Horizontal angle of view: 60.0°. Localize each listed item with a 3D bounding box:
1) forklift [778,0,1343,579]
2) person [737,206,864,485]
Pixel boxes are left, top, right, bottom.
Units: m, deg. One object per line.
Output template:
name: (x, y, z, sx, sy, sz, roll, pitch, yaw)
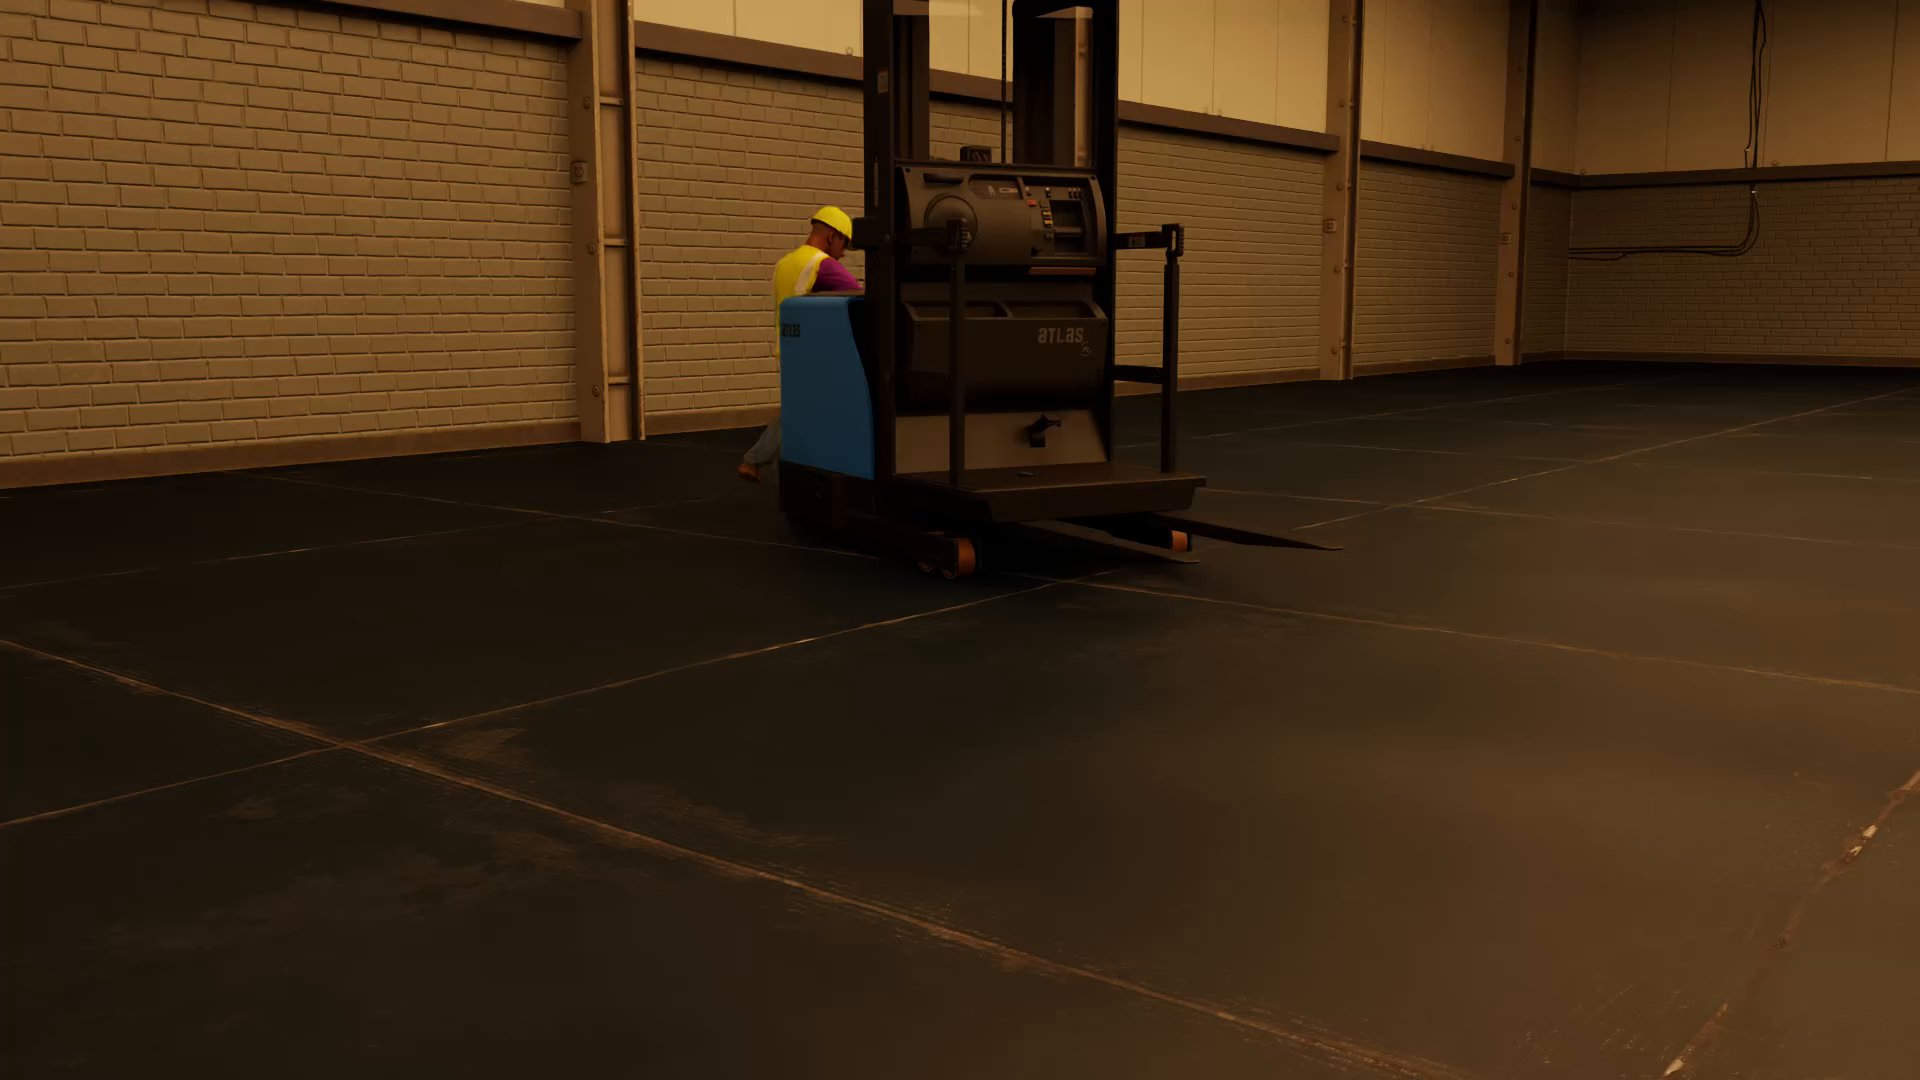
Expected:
forklift: (0.294, -1.373, 6.664, 1.130, 2.935, 3.031, -5, 9, -28)
person: (-0.660, -1.001, 8.920, 0.743, 1.542, 1.279, -6, 10, -35)
